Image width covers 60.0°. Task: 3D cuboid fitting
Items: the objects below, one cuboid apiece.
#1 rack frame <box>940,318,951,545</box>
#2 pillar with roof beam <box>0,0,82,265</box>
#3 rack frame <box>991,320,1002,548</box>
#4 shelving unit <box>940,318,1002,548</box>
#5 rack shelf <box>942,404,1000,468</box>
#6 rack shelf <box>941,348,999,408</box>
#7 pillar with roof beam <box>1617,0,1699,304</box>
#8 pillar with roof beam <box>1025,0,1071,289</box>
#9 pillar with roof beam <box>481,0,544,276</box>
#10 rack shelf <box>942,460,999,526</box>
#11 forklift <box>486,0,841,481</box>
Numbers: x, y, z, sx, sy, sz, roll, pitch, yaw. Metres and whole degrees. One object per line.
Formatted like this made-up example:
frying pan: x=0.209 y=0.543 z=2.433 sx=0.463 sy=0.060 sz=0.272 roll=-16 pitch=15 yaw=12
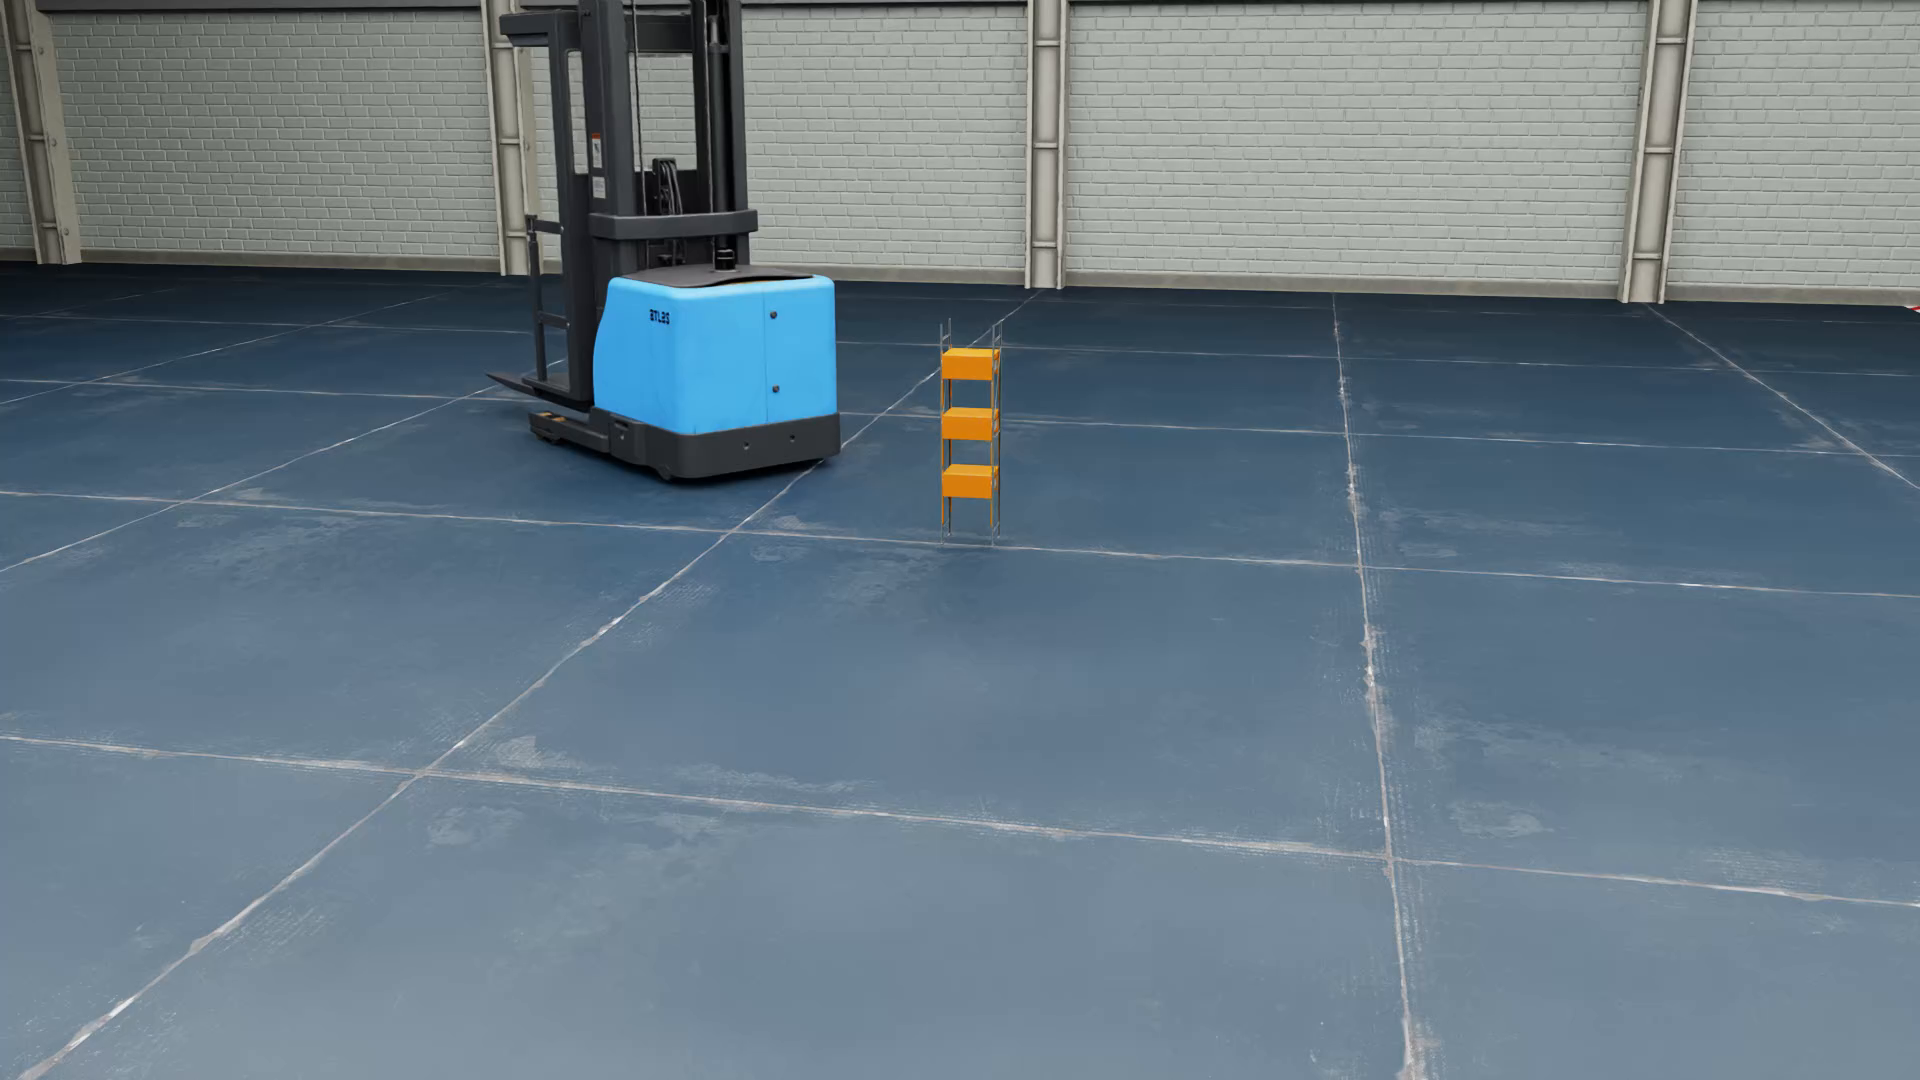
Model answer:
rack frame: x=-0.067 y=-0.510 z=7.865 sx=0.008 sy=1.050 sz=0.200 roll=3 pitch=16 yaw=11
pillar with roof beam: x=-11.707 y=-6.552 z=14.789 sx=0.400 sy=9.000 sz=9.100 roll=3 pitch=16 yaw=11
rack frame: x=0.172 y=-0.497 z=7.818 sx=0.008 sy=1.050 sz=0.200 roll=3 pitch=16 yaw=11
shelving unit: x=0.052 y=-0.503 z=7.842 sx=0.252 sy=1.050 sz=0.215 roll=3 pitch=16 yaw=11
rack shelf: x=0.052 y=-0.493 z=7.844 sx=0.240 sy=0.259 sz=0.215 roll=3 pitch=16 yaw=11
rack shelf: x=0.052 y=-0.766 z=7.769 sx=0.240 sy=0.259 sz=0.215 roll=3 pitch=16 yaw=11
pillar with roof beam: x=5.932 y=-5.595 z=11.332 sx=0.400 sy=9.000 sz=9.100 roll=3 pitch=16 yaw=11
pillar with roof beam: x=0.052 y=-5.914 z=12.484 sx=0.400 sy=9.000 sz=9.100 roll=3 pitch=16 yaw=11
pillar with roof beam: x=-5.827 y=-6.233 z=13.637 sx=0.400 sy=9.000 sz=9.100 roll=3 pitch=16 yaw=11
rack shelf: x=0.052 y=-0.225 z=7.919 sx=0.240 sy=0.259 sz=0.215 roll=3 pitch=16 yaw=11
forklift: x=-1.996 y=-2.065 z=9.956 sx=1.130 sy=2.935 sz=3.031 roll=-12 pitch=20 yaw=-37
